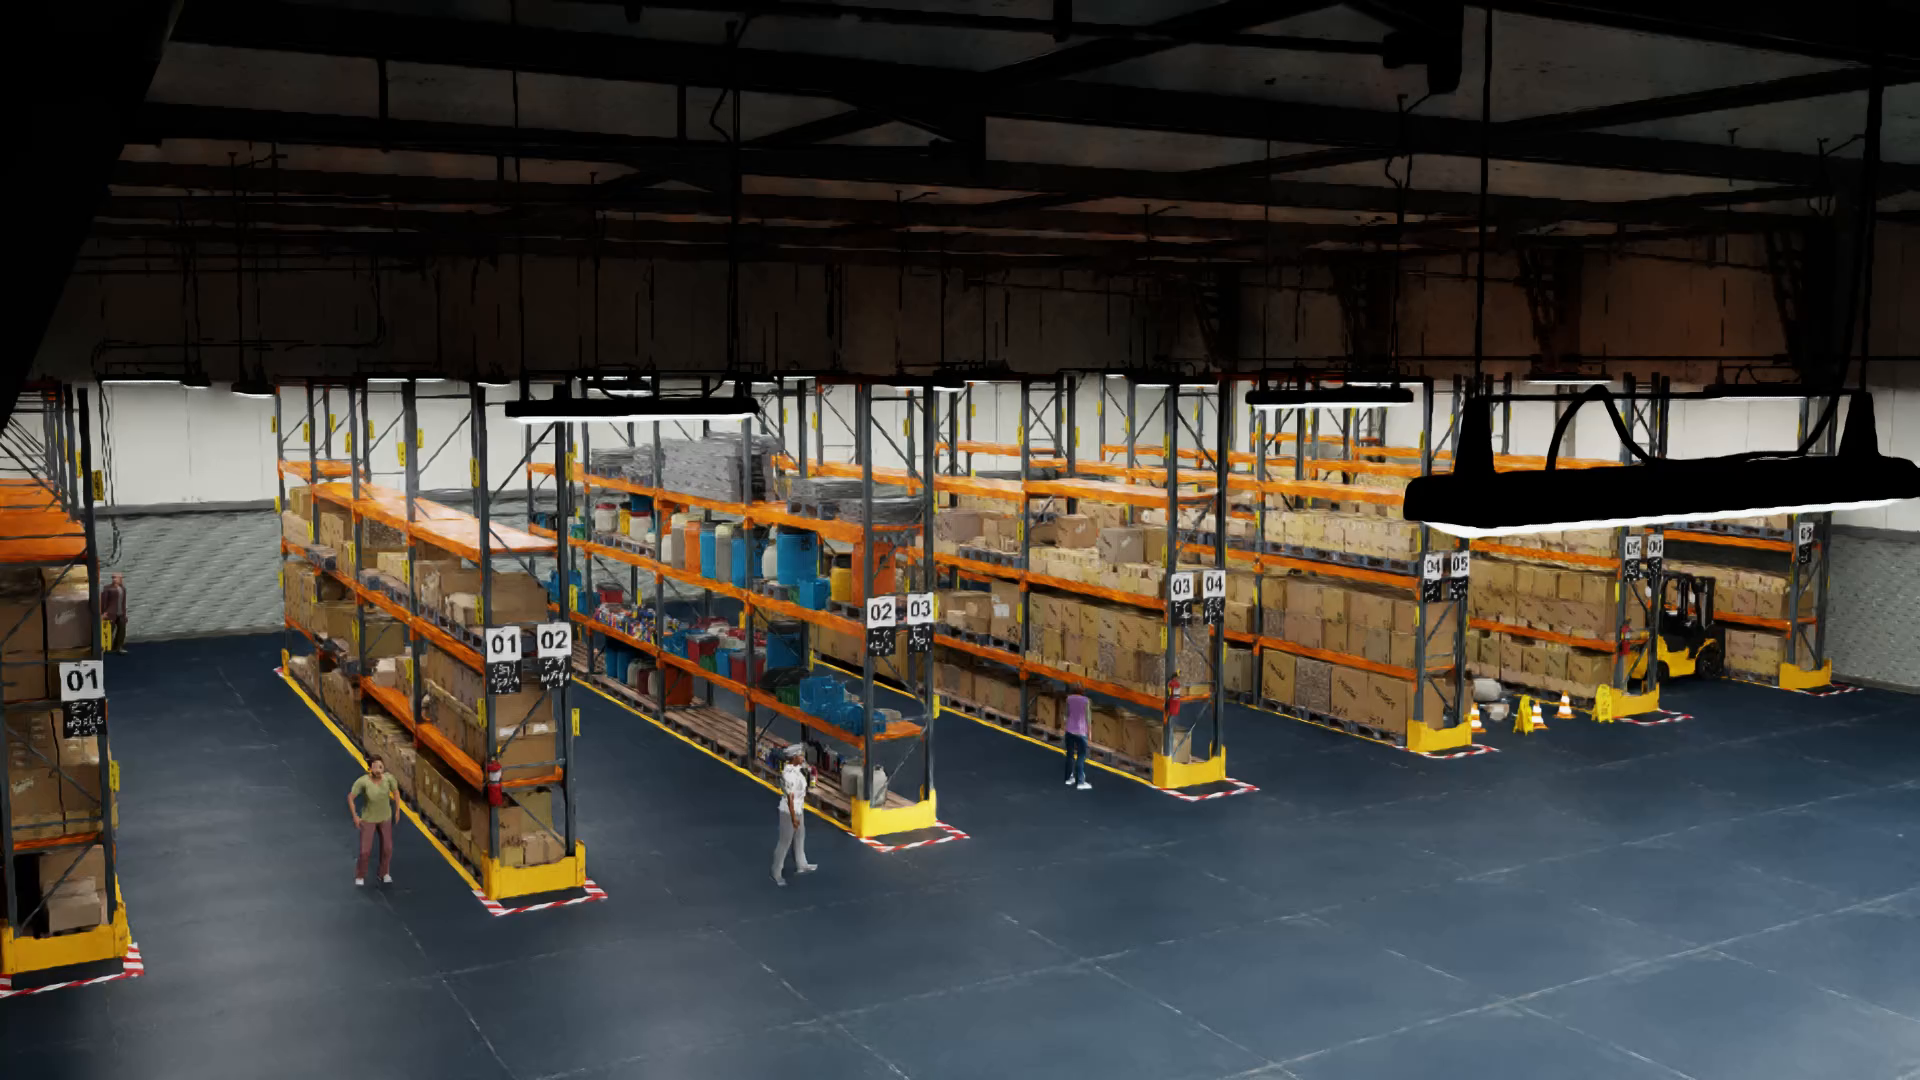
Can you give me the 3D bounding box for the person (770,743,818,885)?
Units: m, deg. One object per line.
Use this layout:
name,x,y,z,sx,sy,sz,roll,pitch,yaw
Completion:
person,-2.031,3.282,20.198,0.522,1.673,0.683,0,6,3

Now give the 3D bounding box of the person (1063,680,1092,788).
person,1.737,2.864,24.513,0.469,1.566,0.399,3,7,29

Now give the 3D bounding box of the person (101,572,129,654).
person,-18.174,1.557,35.659,0.615,1.766,0.616,3,7,25

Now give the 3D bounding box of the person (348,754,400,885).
person,-7.027,3.352,19.984,0.598,1.617,0.507,-4,7,-32
